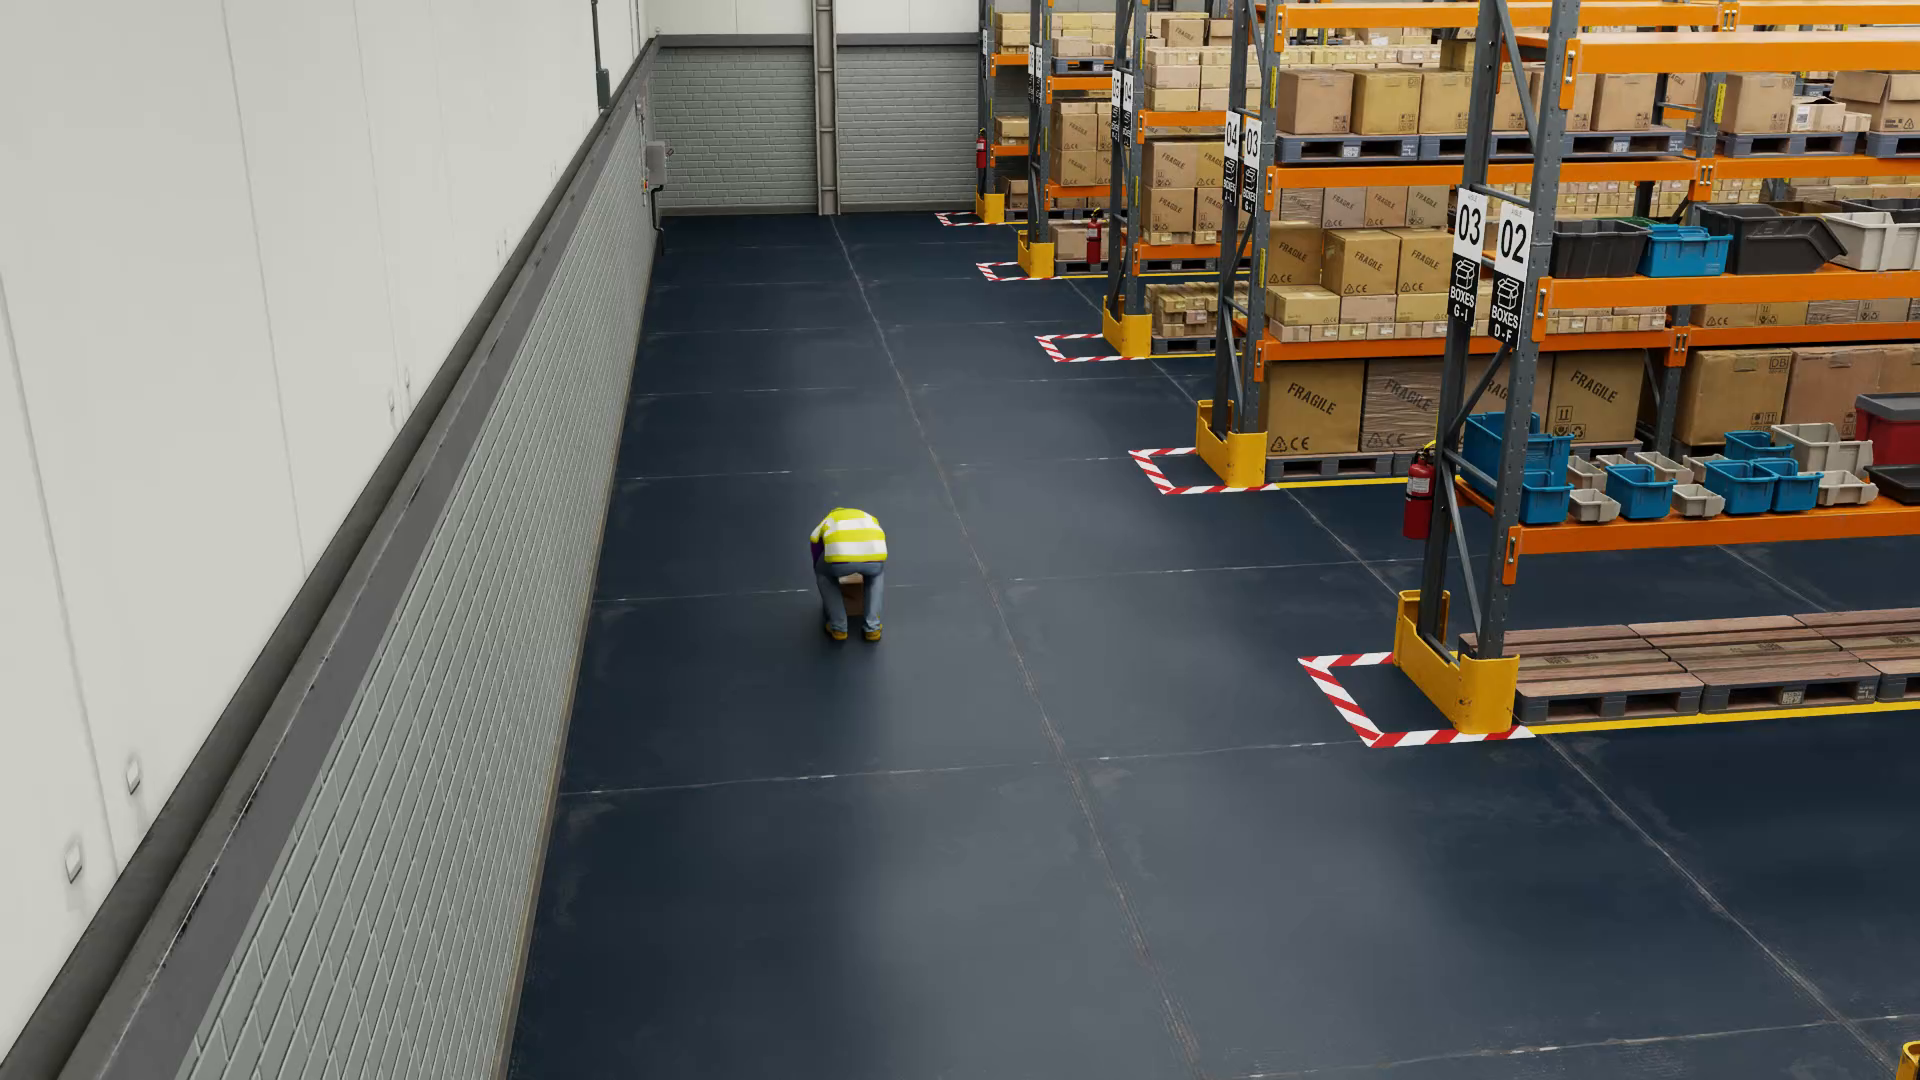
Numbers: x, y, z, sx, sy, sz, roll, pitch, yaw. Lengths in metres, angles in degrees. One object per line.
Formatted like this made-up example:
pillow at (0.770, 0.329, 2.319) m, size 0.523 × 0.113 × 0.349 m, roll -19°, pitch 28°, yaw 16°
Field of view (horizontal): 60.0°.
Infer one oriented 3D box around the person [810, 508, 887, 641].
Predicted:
person at (-0.790, 0.206, 11.782) m, size 0.514 × 0.897 × 0.978 m, roll -4°, pitch 20°, yaw -10°
